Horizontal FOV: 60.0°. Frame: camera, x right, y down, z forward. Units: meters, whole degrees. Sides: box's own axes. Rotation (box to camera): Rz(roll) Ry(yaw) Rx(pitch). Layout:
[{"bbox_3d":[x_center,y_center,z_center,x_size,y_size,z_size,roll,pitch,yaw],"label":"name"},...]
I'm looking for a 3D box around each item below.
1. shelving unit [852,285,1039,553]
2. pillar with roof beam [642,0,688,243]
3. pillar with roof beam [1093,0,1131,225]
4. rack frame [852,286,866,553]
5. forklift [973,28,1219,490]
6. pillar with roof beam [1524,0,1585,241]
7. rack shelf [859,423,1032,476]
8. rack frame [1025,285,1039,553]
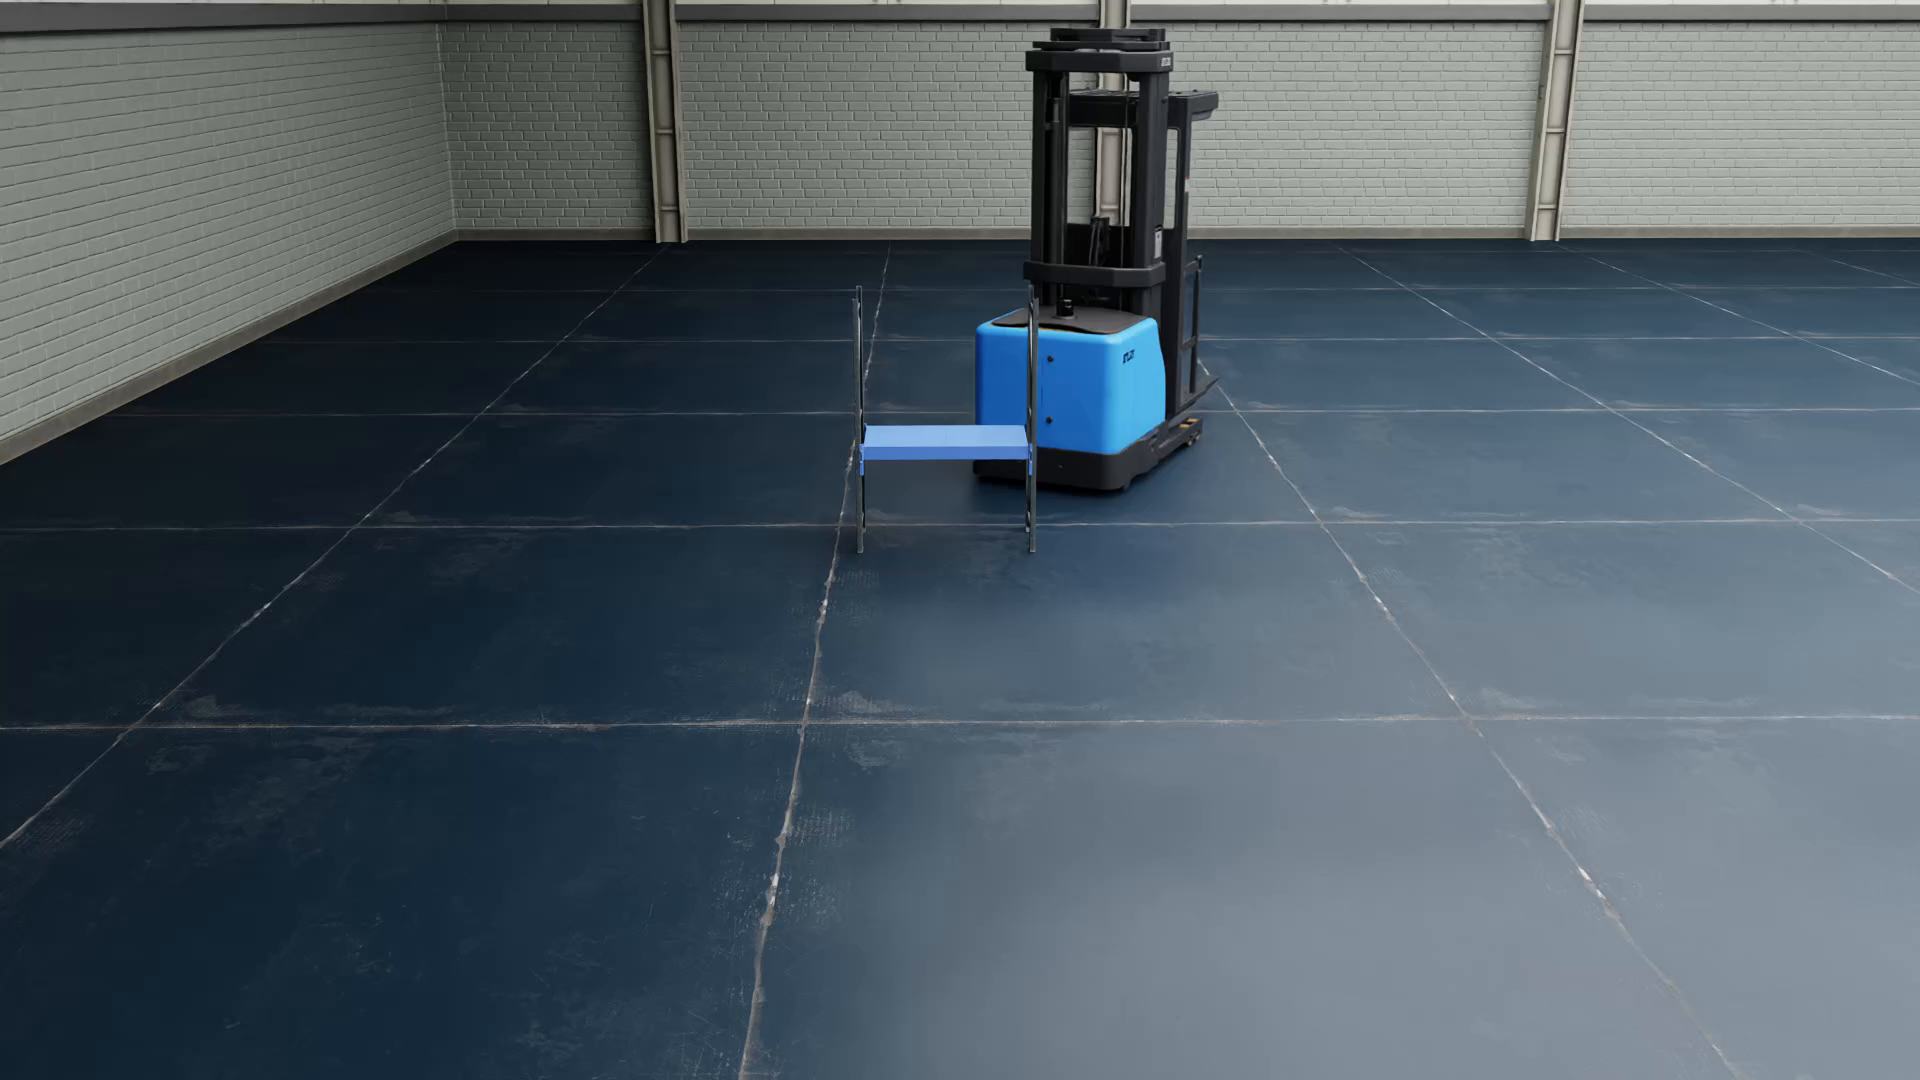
[{"bbox_3d":[-0.085,-0.714,9.817,1.048,1.500,0.538,0,18,-1],"label":"shelving unit"},{"bbox_3d":[-3.887,-7.074,17.368,0.400,9.000,9.100,0,18,-1],"label":"pillar with roof beam"},{"bbox_3d":[2.113,-7.103,17.458,0.400,9.000,9.100,0,18,-1],"label":"pillar with roof beam"},{"bbox_3d":[-0.594,-0.711,9.810,0.032,1.500,0.500,0,18,-1],"label":"rack frame"},{"bbox_3d":[1.157,-2.129,11.885,1.130,2.935,3.031,8,19,23],"label":"forklift"},{"bbox_3d":[8.112,-7.132,17.548,0.400,9.000,9.100,0,18,-1],"label":"pillar with roof beam"},{"bbox_3d":[-0.085,-0.542,9.872,1.000,0.185,0.538,0,18,-1],"label":"rack shelf"},{"bbox_3d":[0.423,-0.716,9.825,0.032,1.500,0.500,0,18,-1],"label":"rack frame"}]
